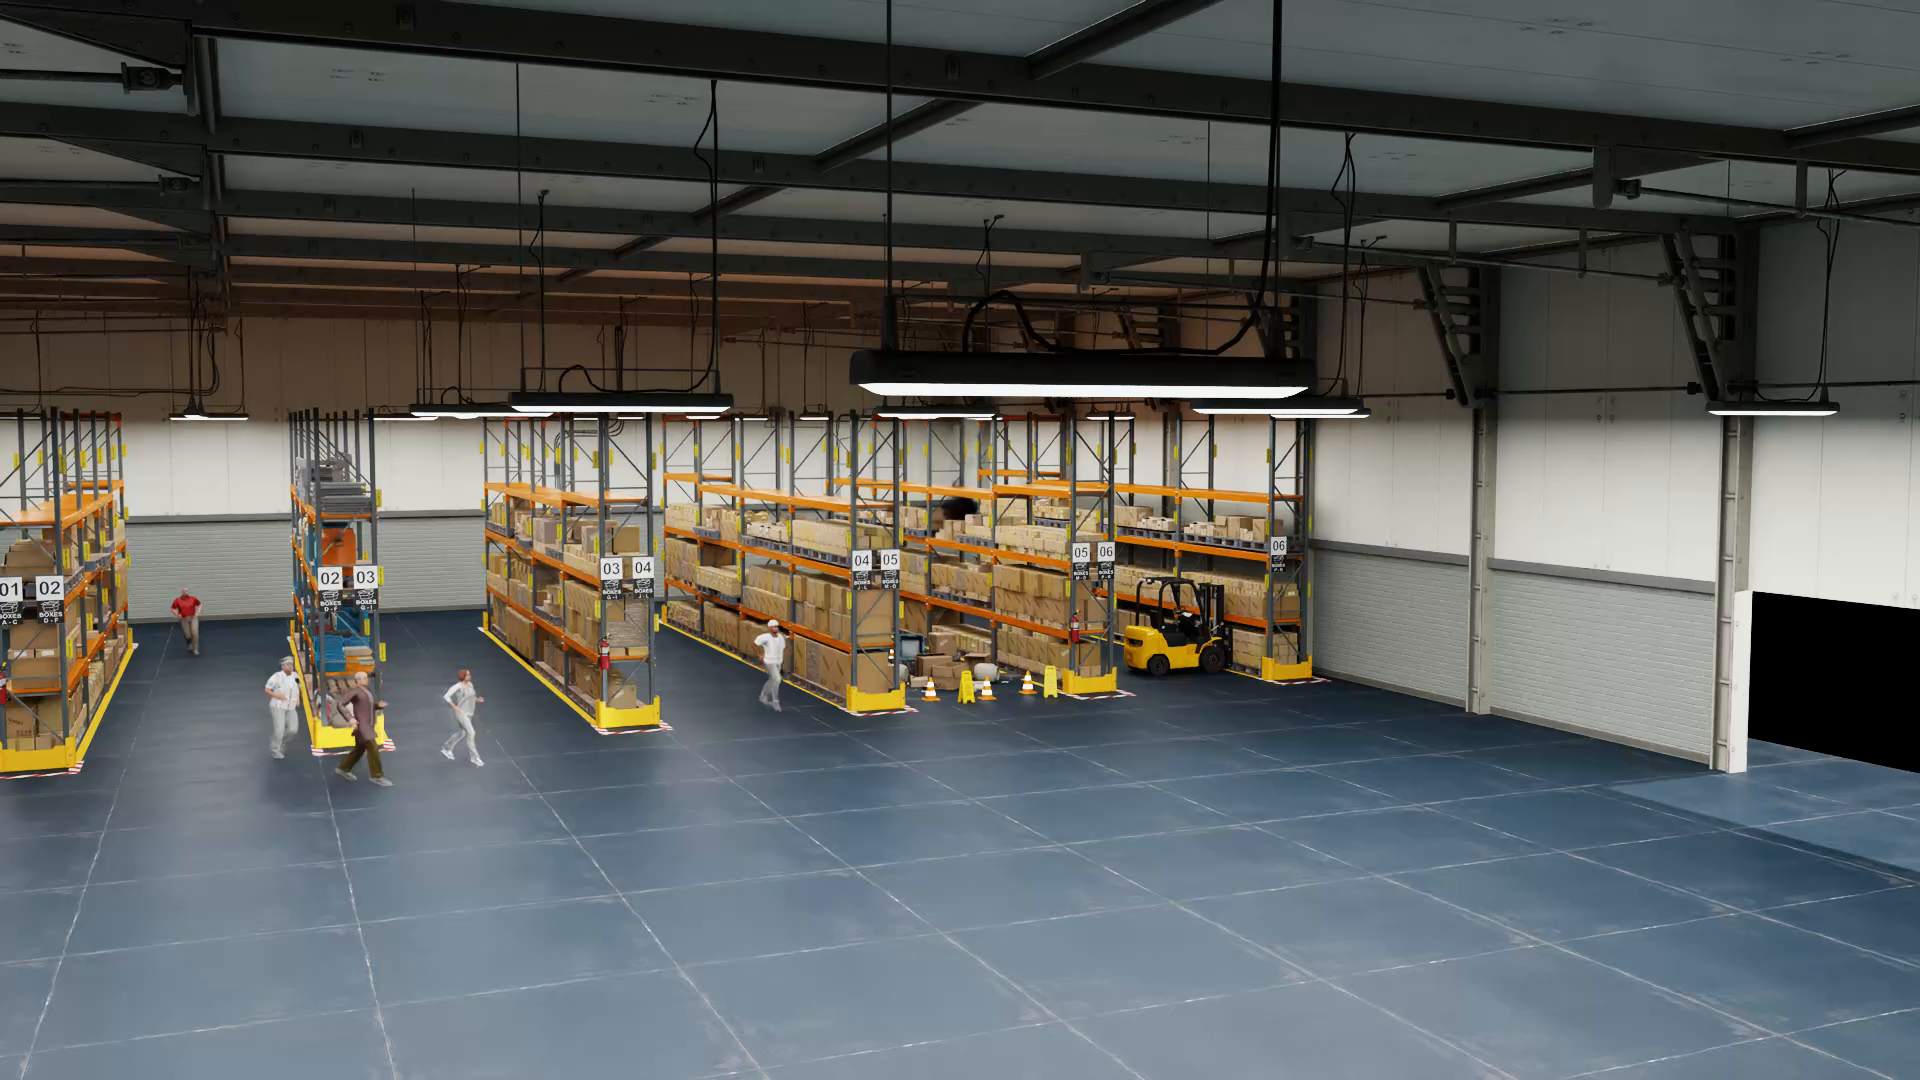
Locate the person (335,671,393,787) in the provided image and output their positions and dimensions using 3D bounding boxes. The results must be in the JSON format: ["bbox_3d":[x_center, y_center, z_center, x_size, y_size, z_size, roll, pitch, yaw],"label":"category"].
[{"bbox_3d":[-9.426,2.975,26.245,0.984,1.811,0.689,0,4,1],"label":"person"}]

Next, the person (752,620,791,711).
[{"bbox_3d":[-3.754,2.508,33.382,0.785,1.832,0.674,3,5,36],"label":"person"}]

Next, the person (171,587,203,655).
[{"bbox_3d":[-19.221,2.005,41.374,0.711,1.687,0.660,-2,5,-32],"label":"person"}]

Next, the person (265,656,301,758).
[{"bbox_3d":[-11.583,2.863,28.608,0.618,1.729,0.683,4,5,42],"label":"person"}]

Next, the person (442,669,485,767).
[{"bbox_3d":[-8.332,2.961,27.873,0.830,1.627,0.534,1,4,11],"label":"person"}]
